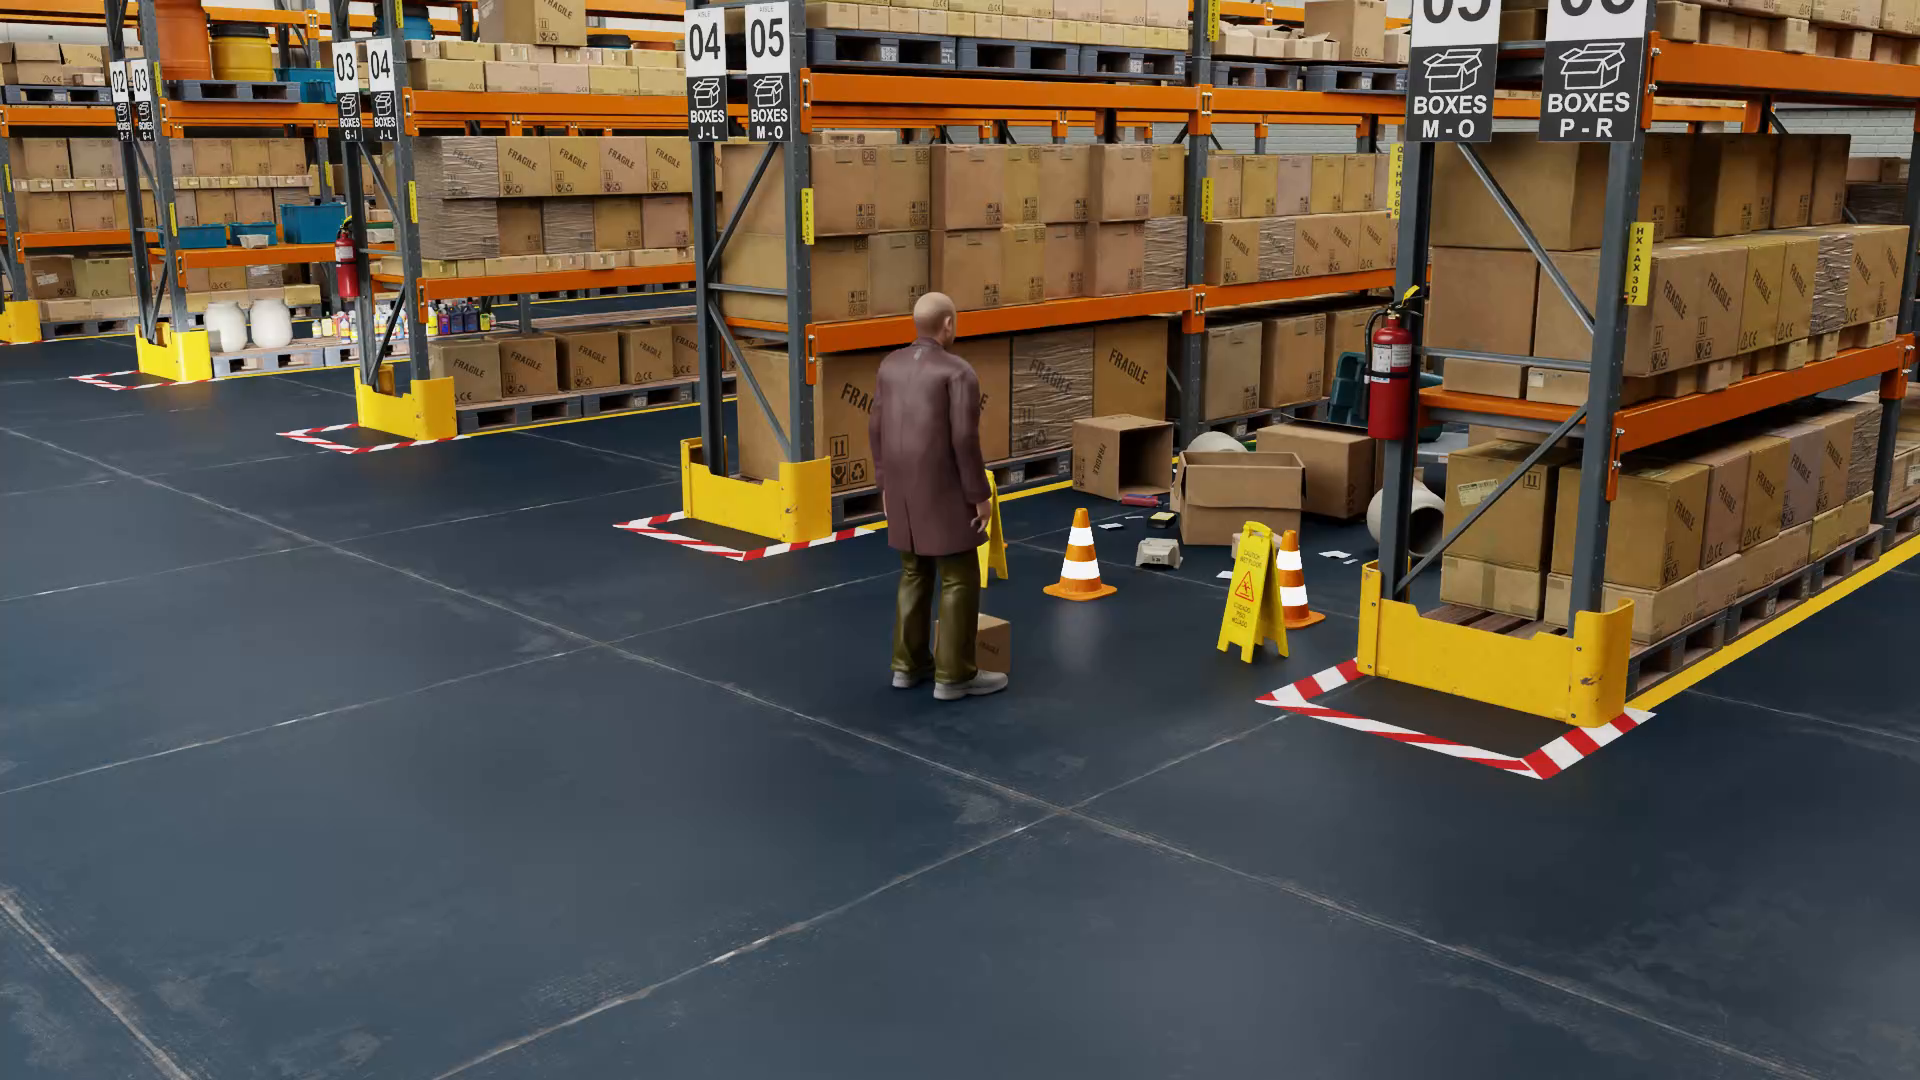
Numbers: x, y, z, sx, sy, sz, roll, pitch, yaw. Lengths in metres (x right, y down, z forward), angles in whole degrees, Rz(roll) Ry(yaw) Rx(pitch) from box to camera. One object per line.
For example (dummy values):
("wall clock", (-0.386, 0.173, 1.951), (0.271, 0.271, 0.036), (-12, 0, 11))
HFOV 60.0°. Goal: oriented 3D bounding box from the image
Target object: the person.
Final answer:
("person", (-0.120, -0.201, 7.365), (0.644, 1.772, 0.429), (11, 18, 40))
